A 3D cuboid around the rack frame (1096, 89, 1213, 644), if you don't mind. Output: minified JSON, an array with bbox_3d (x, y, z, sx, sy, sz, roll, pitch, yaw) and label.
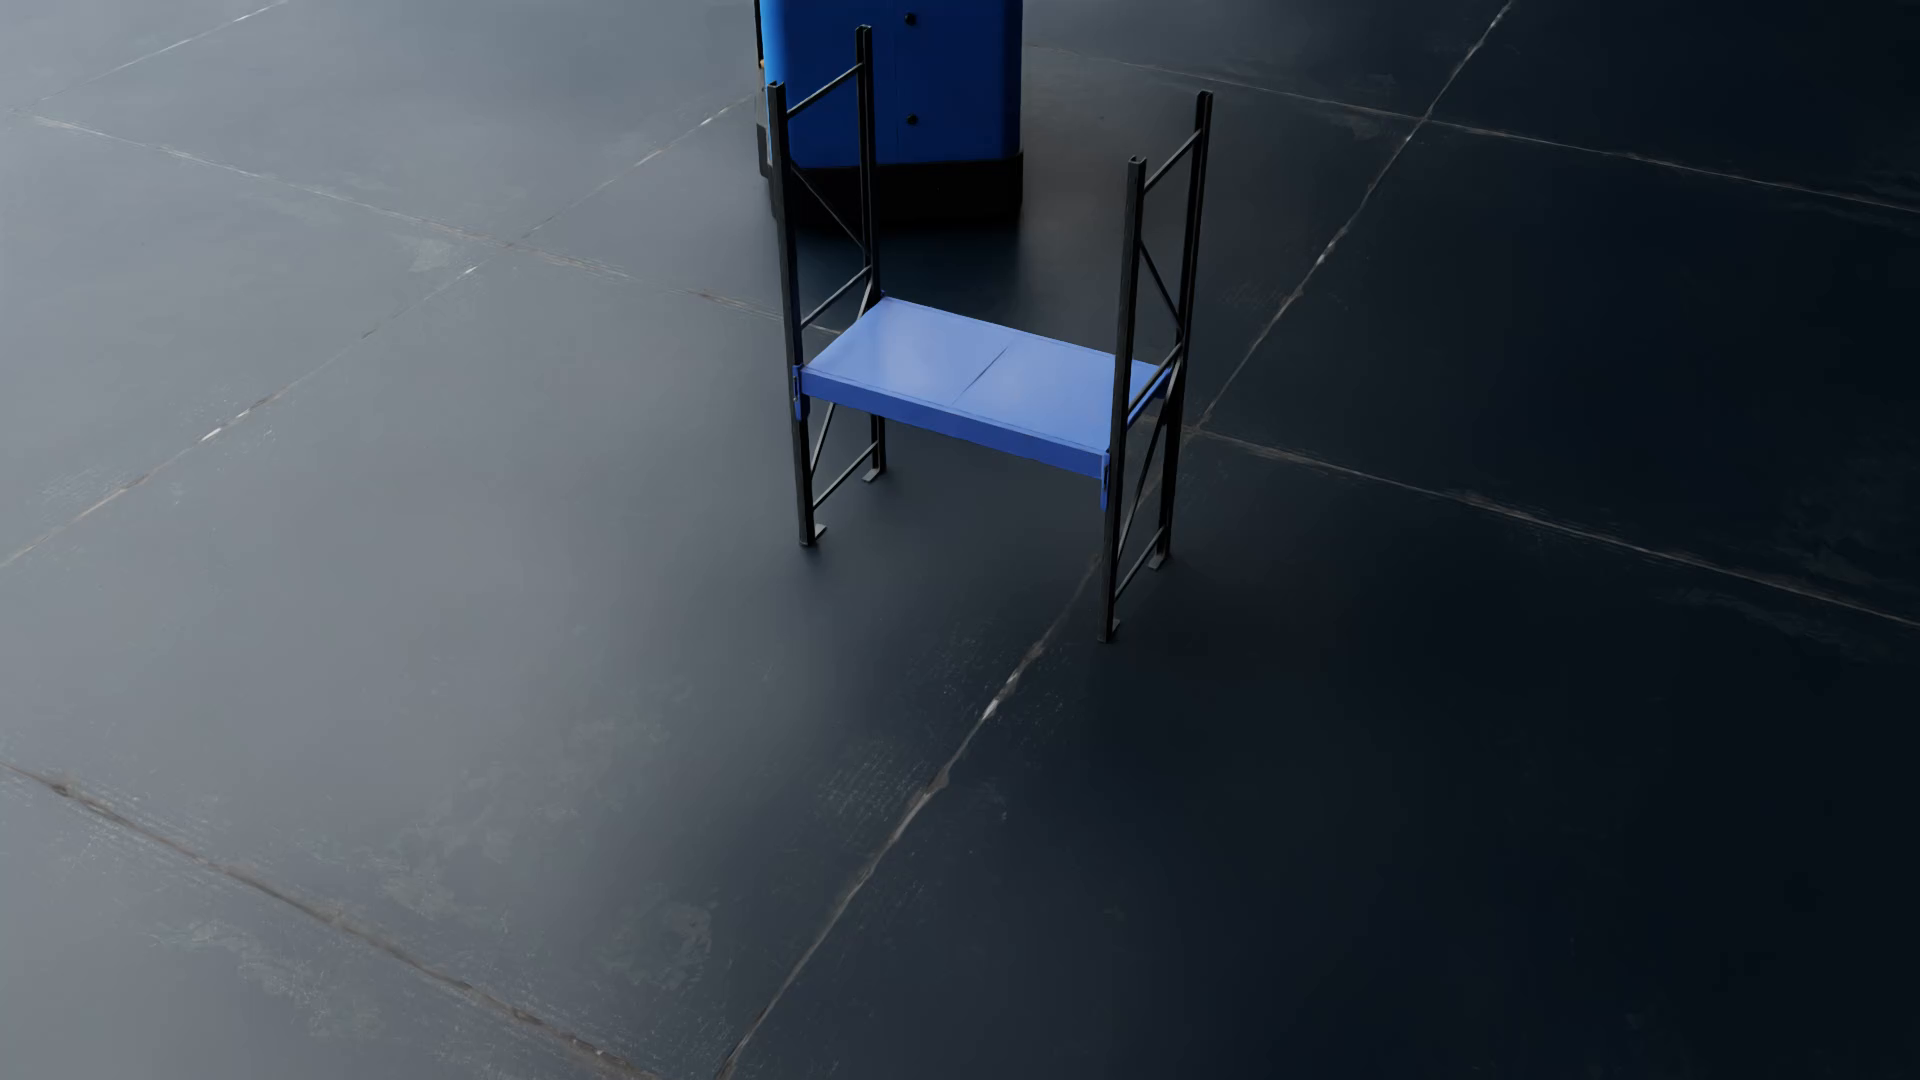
[{"bbox_3d":[0.527,-0.432,4.579,0.032,1.500,0.500,17,41,21],"label":"rack frame"}]

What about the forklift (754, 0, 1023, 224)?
[{"bbox_3d":[-0.426,-3.347,7.236,1.130,2.935,3.031,-4,37,-5],"label":"forklift"}]

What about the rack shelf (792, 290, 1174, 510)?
[{"bbox_3d":[0.076,-0.430,4.874,1.000,0.185,0.538,17,41,21],"label":"rack shelf"}]

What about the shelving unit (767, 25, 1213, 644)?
[{"bbox_3d":[0.076,-0.574,4.765,1.048,1.500,0.538,17,41,21],"label":"shelving unit"}]

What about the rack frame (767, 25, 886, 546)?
[{"bbox_3d":[-0.376,-0.715,4.952,0.032,1.500,0.500,17,41,21],"label":"rack frame"}]
